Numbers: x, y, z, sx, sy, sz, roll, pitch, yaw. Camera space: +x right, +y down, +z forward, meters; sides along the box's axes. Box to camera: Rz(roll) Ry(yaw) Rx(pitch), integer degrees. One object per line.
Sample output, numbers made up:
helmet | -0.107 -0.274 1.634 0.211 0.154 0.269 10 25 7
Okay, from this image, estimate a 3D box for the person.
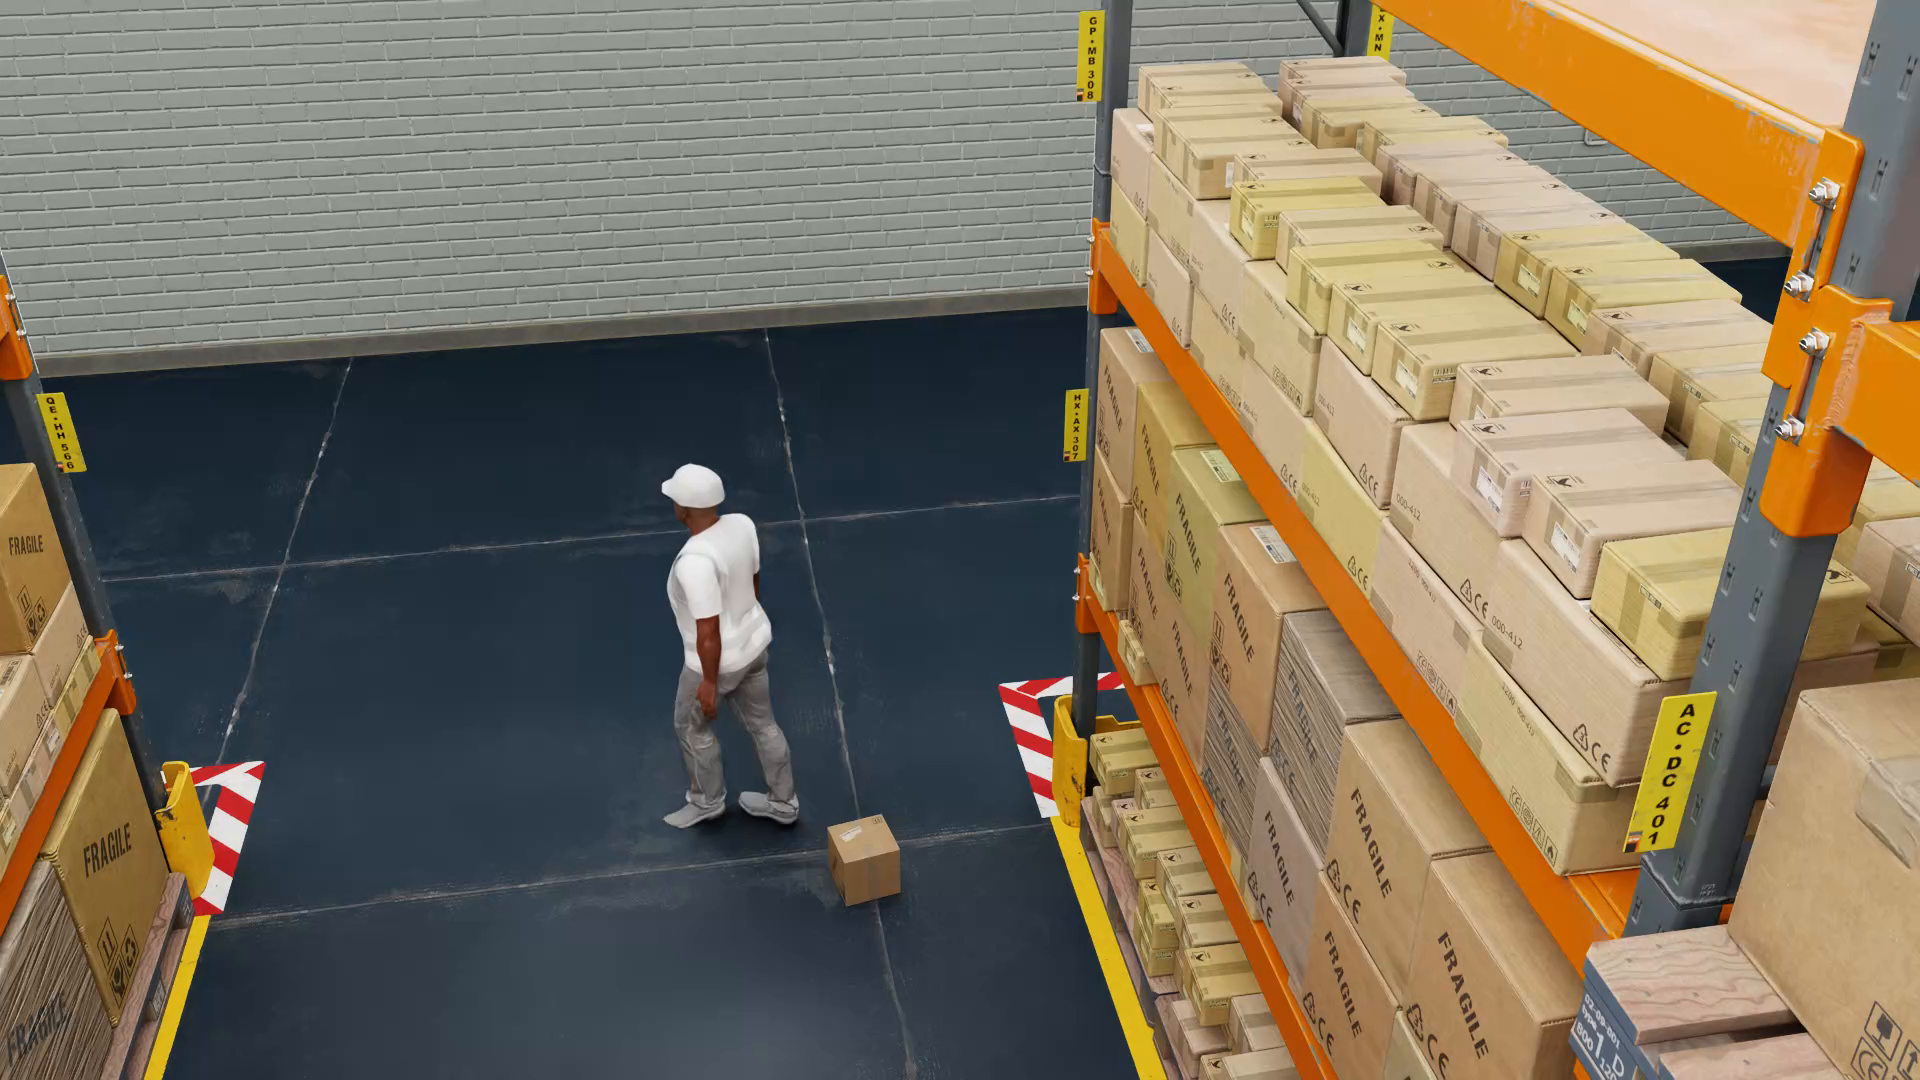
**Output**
person | -1.004 0.512 7.281 0.612 1.798 0.629 14 33 22
